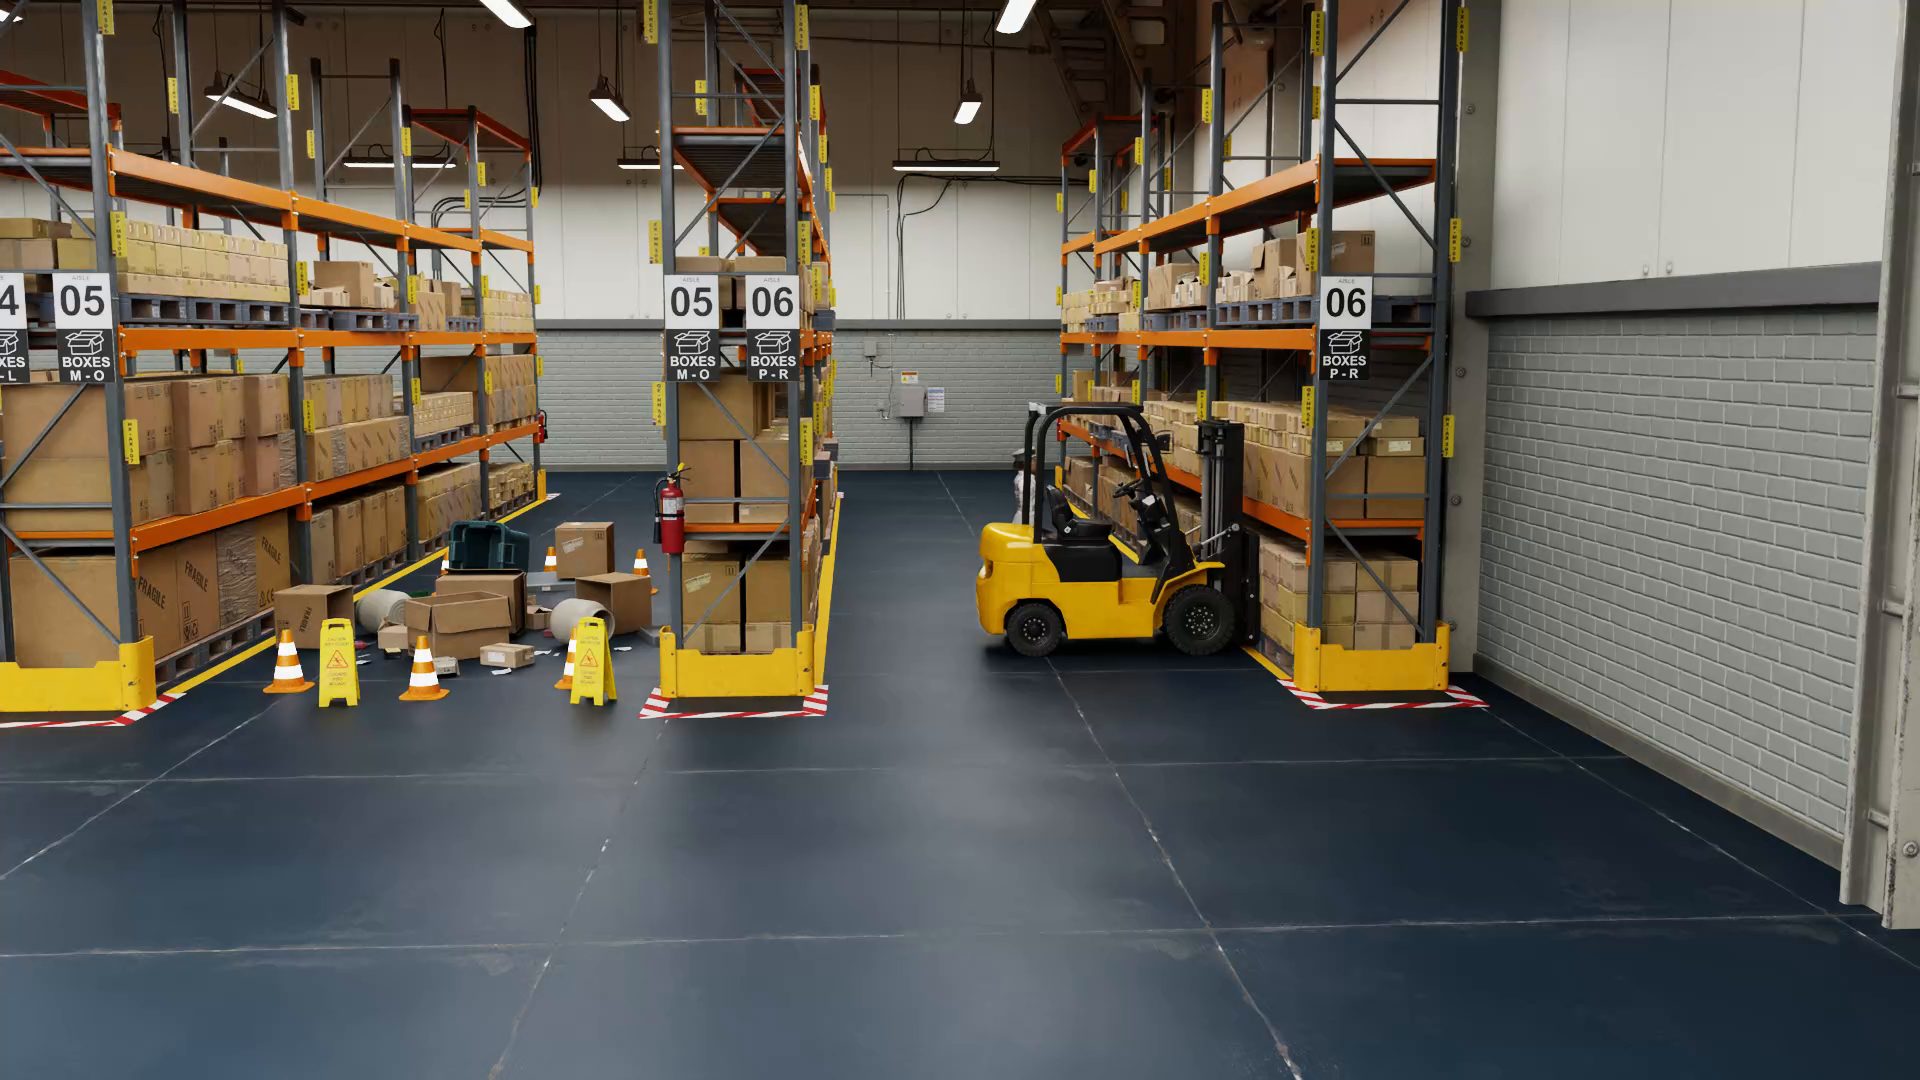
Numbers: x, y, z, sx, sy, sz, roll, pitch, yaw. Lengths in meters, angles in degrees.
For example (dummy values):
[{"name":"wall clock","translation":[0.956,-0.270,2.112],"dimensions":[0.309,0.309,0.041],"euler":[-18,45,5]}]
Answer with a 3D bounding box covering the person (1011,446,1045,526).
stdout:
[{"name":"person","translation":[0.675,-0.085,16.406],"dimensions":[0.341,1.679,0.465],"euler":[0,7,-2]}]
